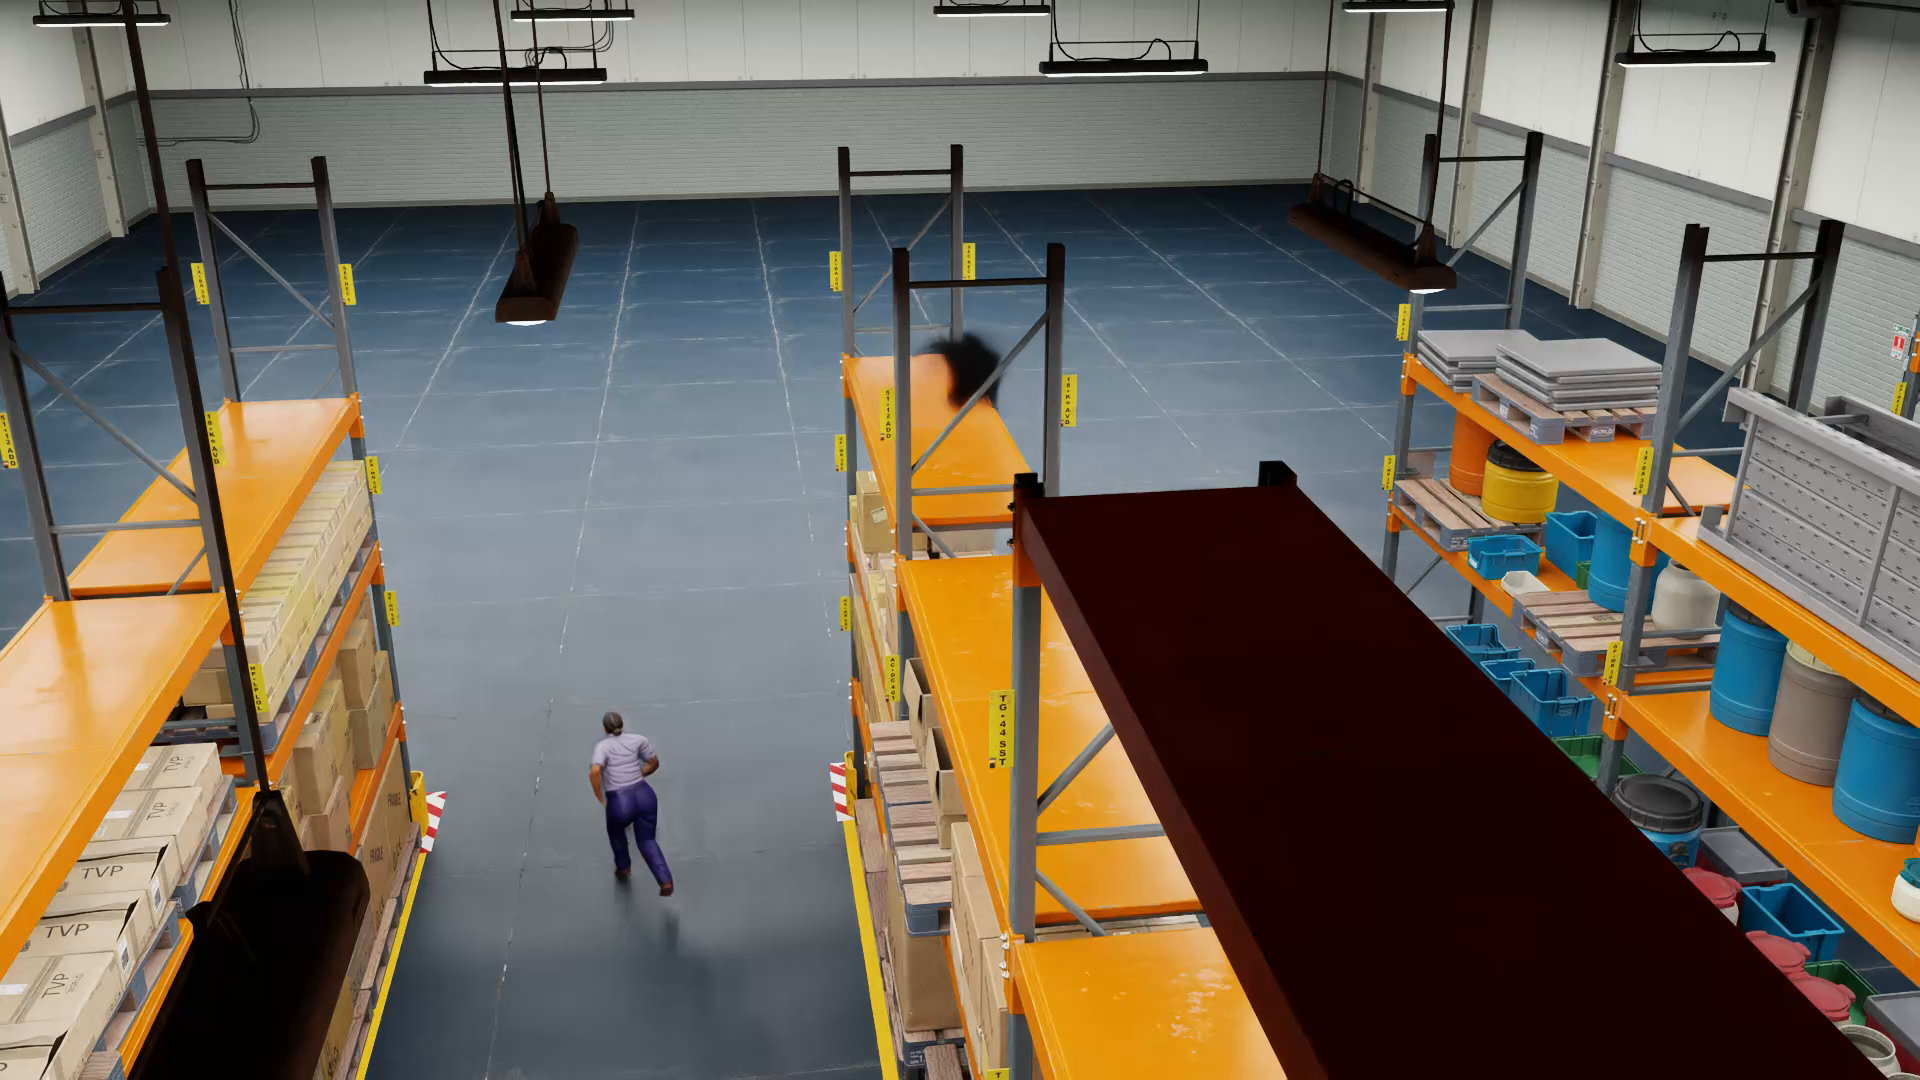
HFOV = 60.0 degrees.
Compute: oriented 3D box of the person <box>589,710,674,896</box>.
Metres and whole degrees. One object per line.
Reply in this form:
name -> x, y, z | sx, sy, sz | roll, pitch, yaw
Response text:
person -> -2.711, 2.283, 13.822 | 0.645, 1.605, 0.974 | -17, 27, -36
